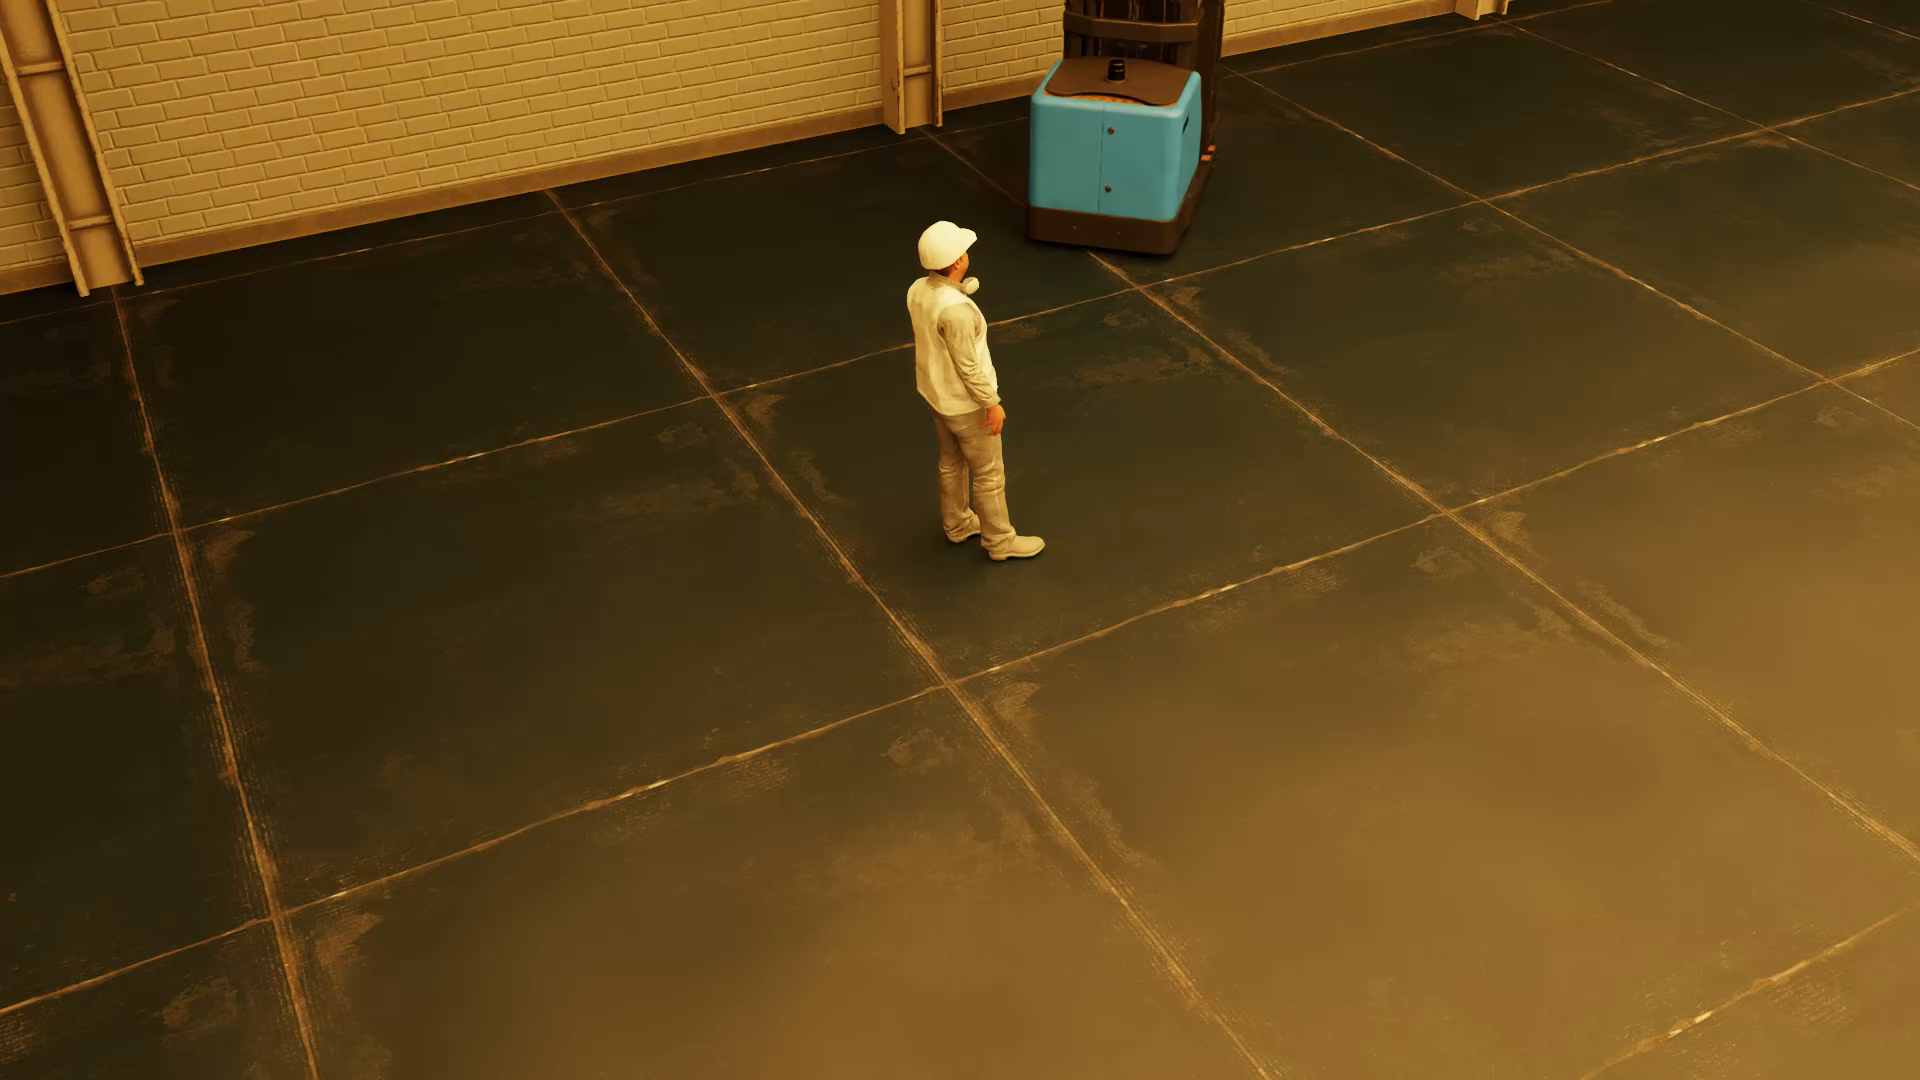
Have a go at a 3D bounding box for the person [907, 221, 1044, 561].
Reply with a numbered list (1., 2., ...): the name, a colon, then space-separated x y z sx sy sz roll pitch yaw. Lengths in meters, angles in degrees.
1. person: 0.058 -0.743 8.164 0.568 1.773 0.632 -17 39 -23

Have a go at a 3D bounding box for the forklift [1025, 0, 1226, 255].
1. forklift: 1.345 -3.982 11.756 1.130 2.935 3.031 9 36 13
